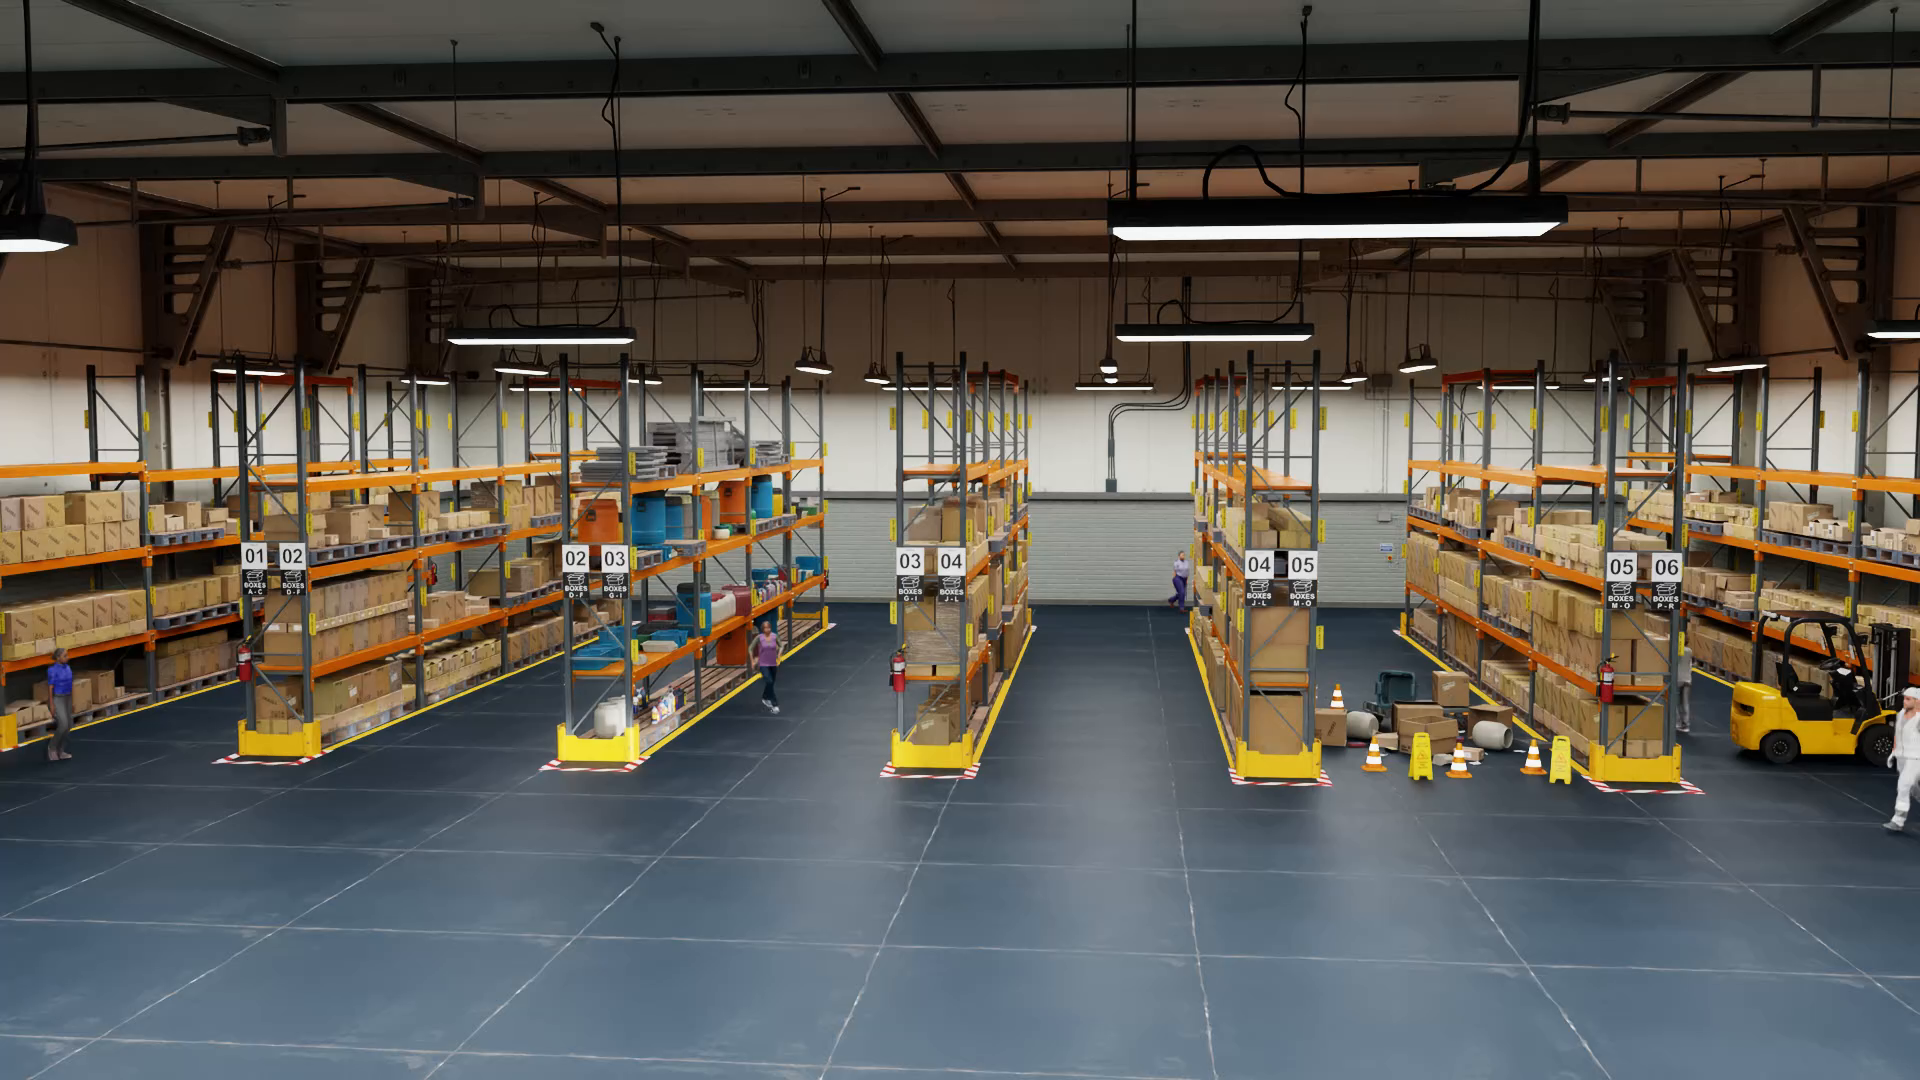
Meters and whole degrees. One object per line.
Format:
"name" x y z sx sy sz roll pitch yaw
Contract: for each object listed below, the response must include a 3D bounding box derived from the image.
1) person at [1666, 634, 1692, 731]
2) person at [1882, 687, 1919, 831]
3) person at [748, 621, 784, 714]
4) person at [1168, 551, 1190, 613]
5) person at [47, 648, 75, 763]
"person" 11.656 2.321 26.842 0.460 1.647 0.470 -1 4 -17
"person" 11.708 2.674 20.409 1.051 1.749 0.543 -1 4 -19
"person" -3.346 2.181 28.727 0.610 1.600 0.748 -2 5 -27
"person" 5.759 1.079 43.701 0.788 1.609 0.487 4 6 44
"person" -13.263 2.425 24.568 0.409 1.674 0.482 1 4 7
